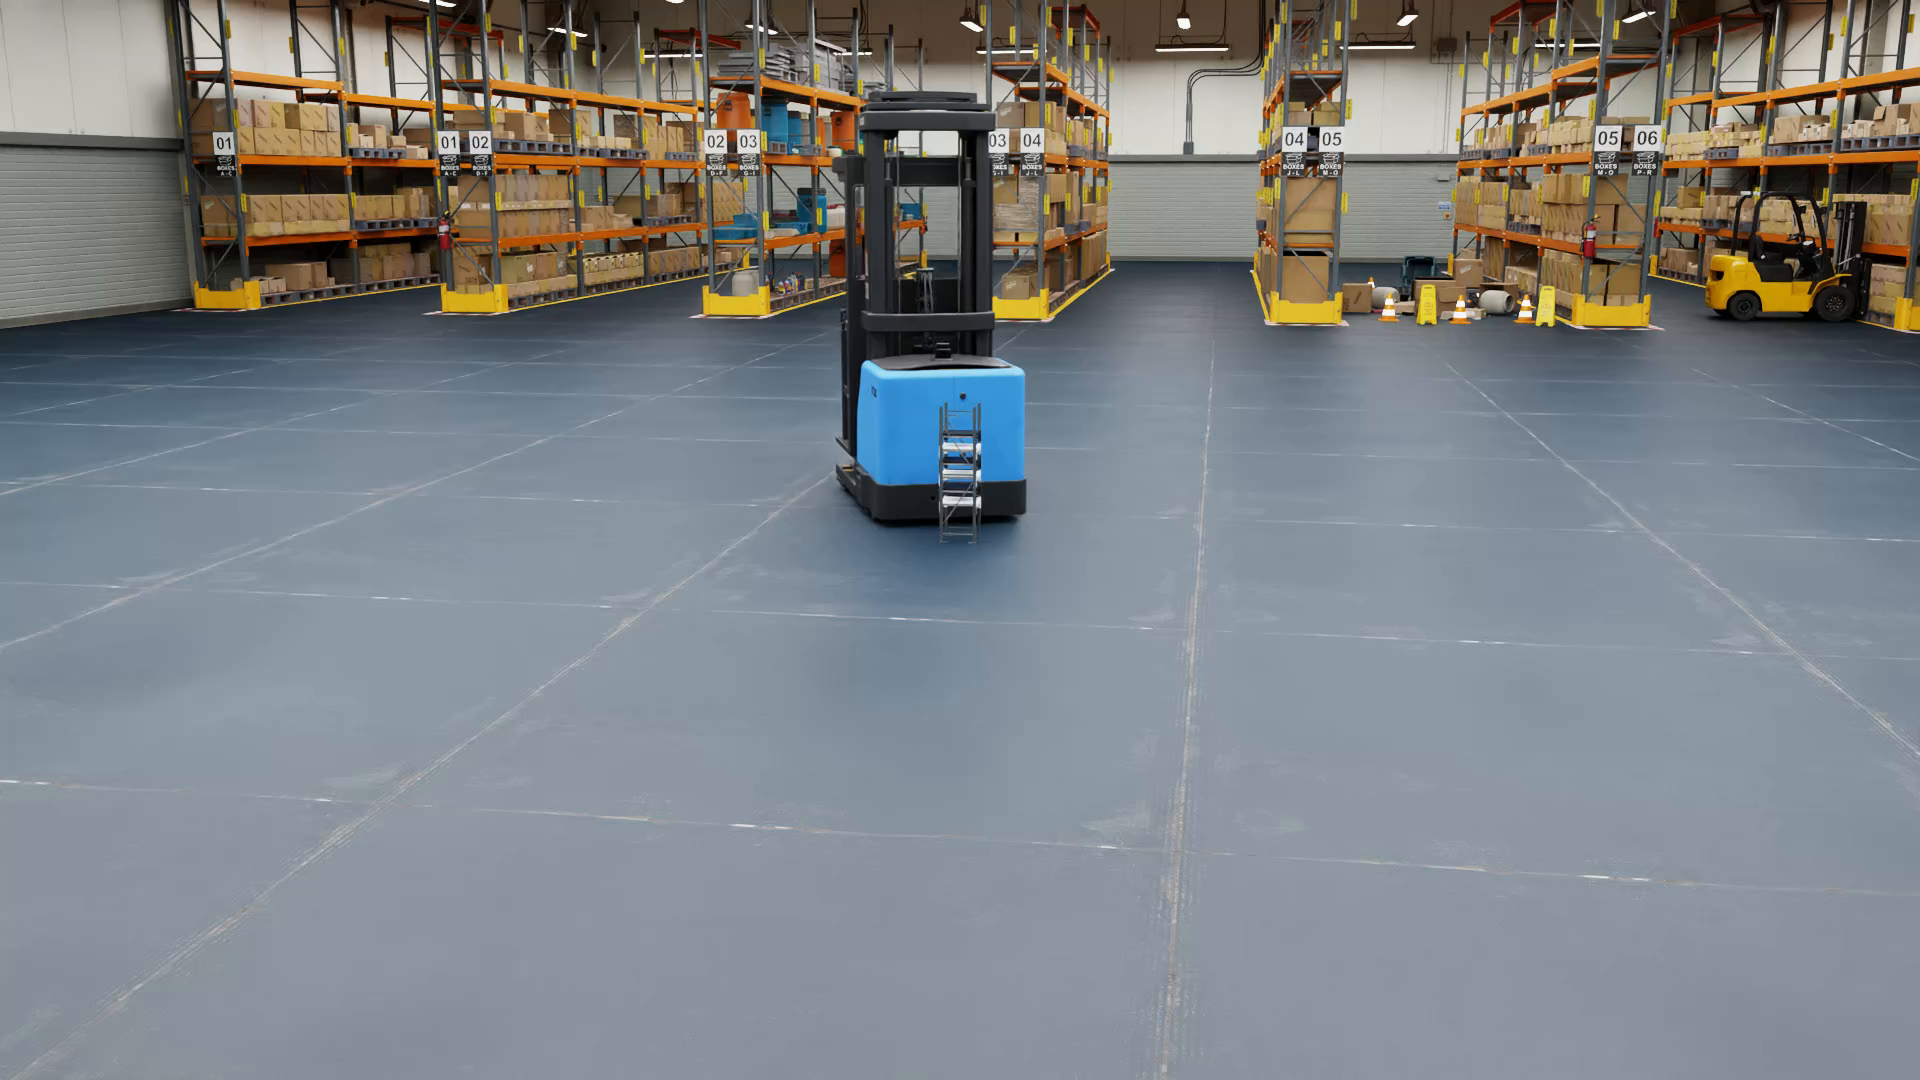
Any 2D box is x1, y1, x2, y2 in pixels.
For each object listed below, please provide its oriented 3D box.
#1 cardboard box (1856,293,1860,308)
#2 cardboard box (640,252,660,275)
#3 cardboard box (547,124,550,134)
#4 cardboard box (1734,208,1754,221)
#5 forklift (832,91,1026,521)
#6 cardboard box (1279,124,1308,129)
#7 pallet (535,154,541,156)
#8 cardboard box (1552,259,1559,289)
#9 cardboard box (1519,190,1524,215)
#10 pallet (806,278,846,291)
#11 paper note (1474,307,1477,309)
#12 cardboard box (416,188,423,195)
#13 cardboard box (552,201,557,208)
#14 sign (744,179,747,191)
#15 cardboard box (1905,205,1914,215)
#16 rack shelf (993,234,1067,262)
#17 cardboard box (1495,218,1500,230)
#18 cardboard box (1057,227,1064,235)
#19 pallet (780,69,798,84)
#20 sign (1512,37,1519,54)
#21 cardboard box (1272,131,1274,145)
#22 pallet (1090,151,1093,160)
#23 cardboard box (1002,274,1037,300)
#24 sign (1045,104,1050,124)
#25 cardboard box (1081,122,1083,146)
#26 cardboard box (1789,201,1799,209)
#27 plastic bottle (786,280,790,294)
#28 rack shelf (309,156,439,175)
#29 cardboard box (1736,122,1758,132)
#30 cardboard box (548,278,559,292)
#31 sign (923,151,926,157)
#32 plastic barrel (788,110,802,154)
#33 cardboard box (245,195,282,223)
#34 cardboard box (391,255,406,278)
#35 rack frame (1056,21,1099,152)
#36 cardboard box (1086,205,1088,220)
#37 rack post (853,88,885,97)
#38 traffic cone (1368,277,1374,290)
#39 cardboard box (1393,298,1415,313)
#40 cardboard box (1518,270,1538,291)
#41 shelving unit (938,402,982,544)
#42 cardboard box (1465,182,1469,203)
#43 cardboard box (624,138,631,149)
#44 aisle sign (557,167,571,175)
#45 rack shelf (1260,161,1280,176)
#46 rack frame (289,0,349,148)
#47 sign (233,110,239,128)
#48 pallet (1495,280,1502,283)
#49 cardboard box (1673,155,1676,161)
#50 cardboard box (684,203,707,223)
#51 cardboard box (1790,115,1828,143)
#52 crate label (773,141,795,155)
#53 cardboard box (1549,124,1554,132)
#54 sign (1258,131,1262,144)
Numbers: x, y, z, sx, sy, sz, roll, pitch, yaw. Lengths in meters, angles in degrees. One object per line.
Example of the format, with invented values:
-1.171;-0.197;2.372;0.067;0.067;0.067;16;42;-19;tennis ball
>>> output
15.626;-4.131;28.572;0.500;0.250;0.500;2;12;10;cardboard box
-7.266;-6.393;38.426;0.500;0.500;0.500;2;12;11;cardboard box
-11.214;-10.888;44.617;0.500;0.500;0.500;2;12;10;cardboard box
16.710;-6.873;35.126;0.500;0.250;0.500;1;12;6;cardboard box
-0.350;-1.827;12.516;1.130;2.935;3.031;-3;12;-12;forklift
5.702;-7.153;28.360;0.500;0.250;0.500;2;12;9;cardboard box
-11.572;-10.153;44.074;1.003;0.211;1.213;2;12;9;pallet
10.837;-4.733;29.583;0.500;0.500;0.500;3;12;12;cardboard box
11.516;-6.765;33.325;0.500;0.500;0.500;2;12;10;cardboard box
-2.882;-5.630;36.615;1.003;0.211;1.213;2;12;9;pallet
9.580;-4.332;31.023;0.148;0.019;0.142;2;12;9;paper note
-12.537;-7.982;38.090;0.380;0.149;0.250;0;12;1;cardboard box
-8.181;-6.623;32.829;0.380;0.149;0.250;2;12;9;cardboard box
-5.842;-9.678;45.281;0.100;0.325;0.005;2;12;9;sign
15.413;-5.293;26.657;0.380;0.149;0.250;2;12;9;cardboard box
1.247;-5.392;30.599;1.077;0.370;4.000;2;12;9;rack shelf
11.846;-6.819;35.868;0.500;0.250;0.500;2;12;10;cardboard box
1.812;-5.983;32.230;0.380;0.149;0.250;2;12;9;cardboard box
-3.624;-8.538;30.648;1.003;0.211;1.213;2;12;9;pallet
11.413;-10.155;34.162;0.100;0.325;0.005;2;12;9;sign
6.727;-8.344;34.448;0.500;0.311;0.500;2;12;9;cardboard box
2.693;-9.005;38.994;0.805;0.209;1.217;1;12;6;pallet
1.052;-4.440;29.411;0.500;0.500;0.500;4;13;19;cardboard box
1.476;-7.203;28.102;0.100;0.325;0.005;2;12;9;sign
2.344;-8.645;35.441;0.500;0.500;0.500;2;12;10;cardboard box
16.217;-6.447;32.014;0.380;0.149;0.250;2;12;7;cardboard box
-3.300;-4.828;31.710;0.097;0.271;0.097;0;12;0;plastic bottle
-12.821;-8.172;36.381;1.077;0.370;4.000;2;12;9;rack shelf
17.495;-9.167;36.965;0.396;0.266;0.258;2;12;9;cardboard box
-8.238;-5.031;32.746;0.500;0.250;0.500;2;12;9;cardboard box
-0.948;-10.219;44.419;0.100;0.325;0.005;2;12;9;sign
-3.476;-8.144;33.355;0.600;0.901;0.708;2;12;9;plastic barrel
-13.287;-6.304;31.652;0.500;0.500;0.500;2;12;9;cardboard box
-12.815;-6.108;37.103;0.700;0.500;0.500;2;12;8;cardboard box
2.785;-10.758;39.551;1.000;3.000;0.127;2;12;9;rack frame
2.591;-7.241;37.236;0.500;0.500;0.500;2;12;7;cardboard box
-2.295;-10.248;38.374;0.937;0.300;0.954;3;13;15;rack post
8.138;-4.968;32.948;0.336;0.463;0.334;2;12;9;traffic cone
7.996;-4.224;29.963;0.396;0.266;0.258;4;13;18;cardboard box
11.637;-5.163;33.072;0.950;0.372;0.625;2;12;11;cardboard box
0.001;-0.442;10.906;0.258;0.900;0.210;2;12;9;shelving unit
12.617;-8.465;40.539;0.500;0.500;0.500;2;12;9;cardboard box
-7.632;-8.816;37.021;0.500;0.250;0.500;1;12;4;cardboard box
-10.975;-10.415;46.031;0.394;0.787;0.004;2;12;9;aisle sign
7.978;-9.174;41.031;1.077;0.370;4.000;2;12;9;rack shelf
-13.128;-9.574;34.057;1.000;3.000;0.127;2;12;9;rack frame
-13.208;-7.685;30.336;0.100;0.325;0.005;2;12;9;sign
12.158;-5.470;35.873;1.003;0.211;1.213;2;12;9;pallet
17.608;-9.304;40.524;0.380;0.149;0.250;2;12;10;cardboard box
-6.655;-8.293;42.117;0.500;0.500;0.500;2;12;10;cardboard box
16.358;-7.926;32.059;0.500;0.500;0.500;2;12;10;cardboard box
-3.340;-7.260;30.794;0.502;0.251;0.408;2;12;9;crate label
10.976;-7.517;30.337;0.380;0.149;0.250;2;12;8;cardboard box
7.749;-10.387;42.876;0.100;0.325;0.005;2;12;9;sign
